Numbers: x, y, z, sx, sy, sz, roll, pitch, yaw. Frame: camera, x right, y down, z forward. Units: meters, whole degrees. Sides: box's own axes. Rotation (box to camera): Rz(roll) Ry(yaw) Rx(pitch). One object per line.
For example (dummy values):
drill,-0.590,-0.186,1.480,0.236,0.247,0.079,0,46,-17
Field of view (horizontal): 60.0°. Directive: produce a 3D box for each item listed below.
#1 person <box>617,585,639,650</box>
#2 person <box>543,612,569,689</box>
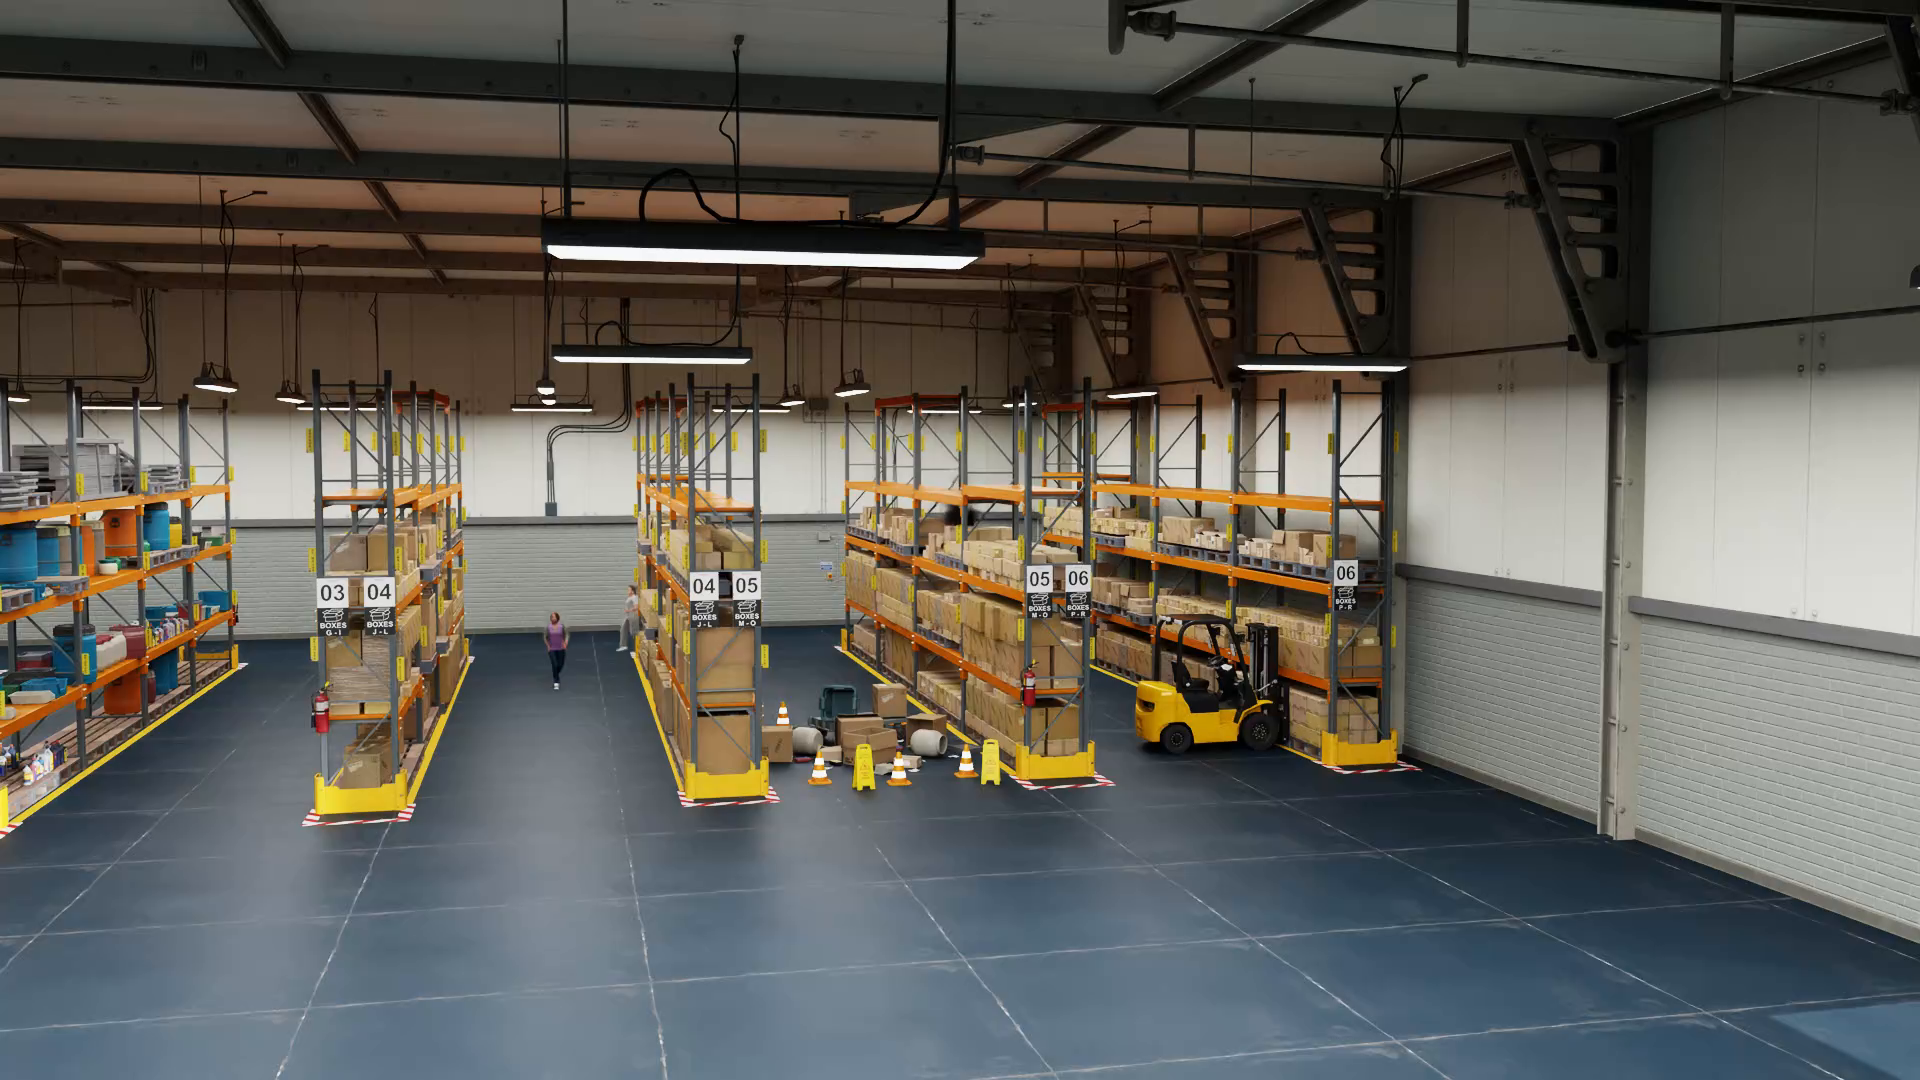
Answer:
person,-7.870,1.898,40.243,0.821,1.661,0.672,-2,4,-25
person,-8.299,2.259,34.178,0.537,1.568,0.506,-1,3,-13
